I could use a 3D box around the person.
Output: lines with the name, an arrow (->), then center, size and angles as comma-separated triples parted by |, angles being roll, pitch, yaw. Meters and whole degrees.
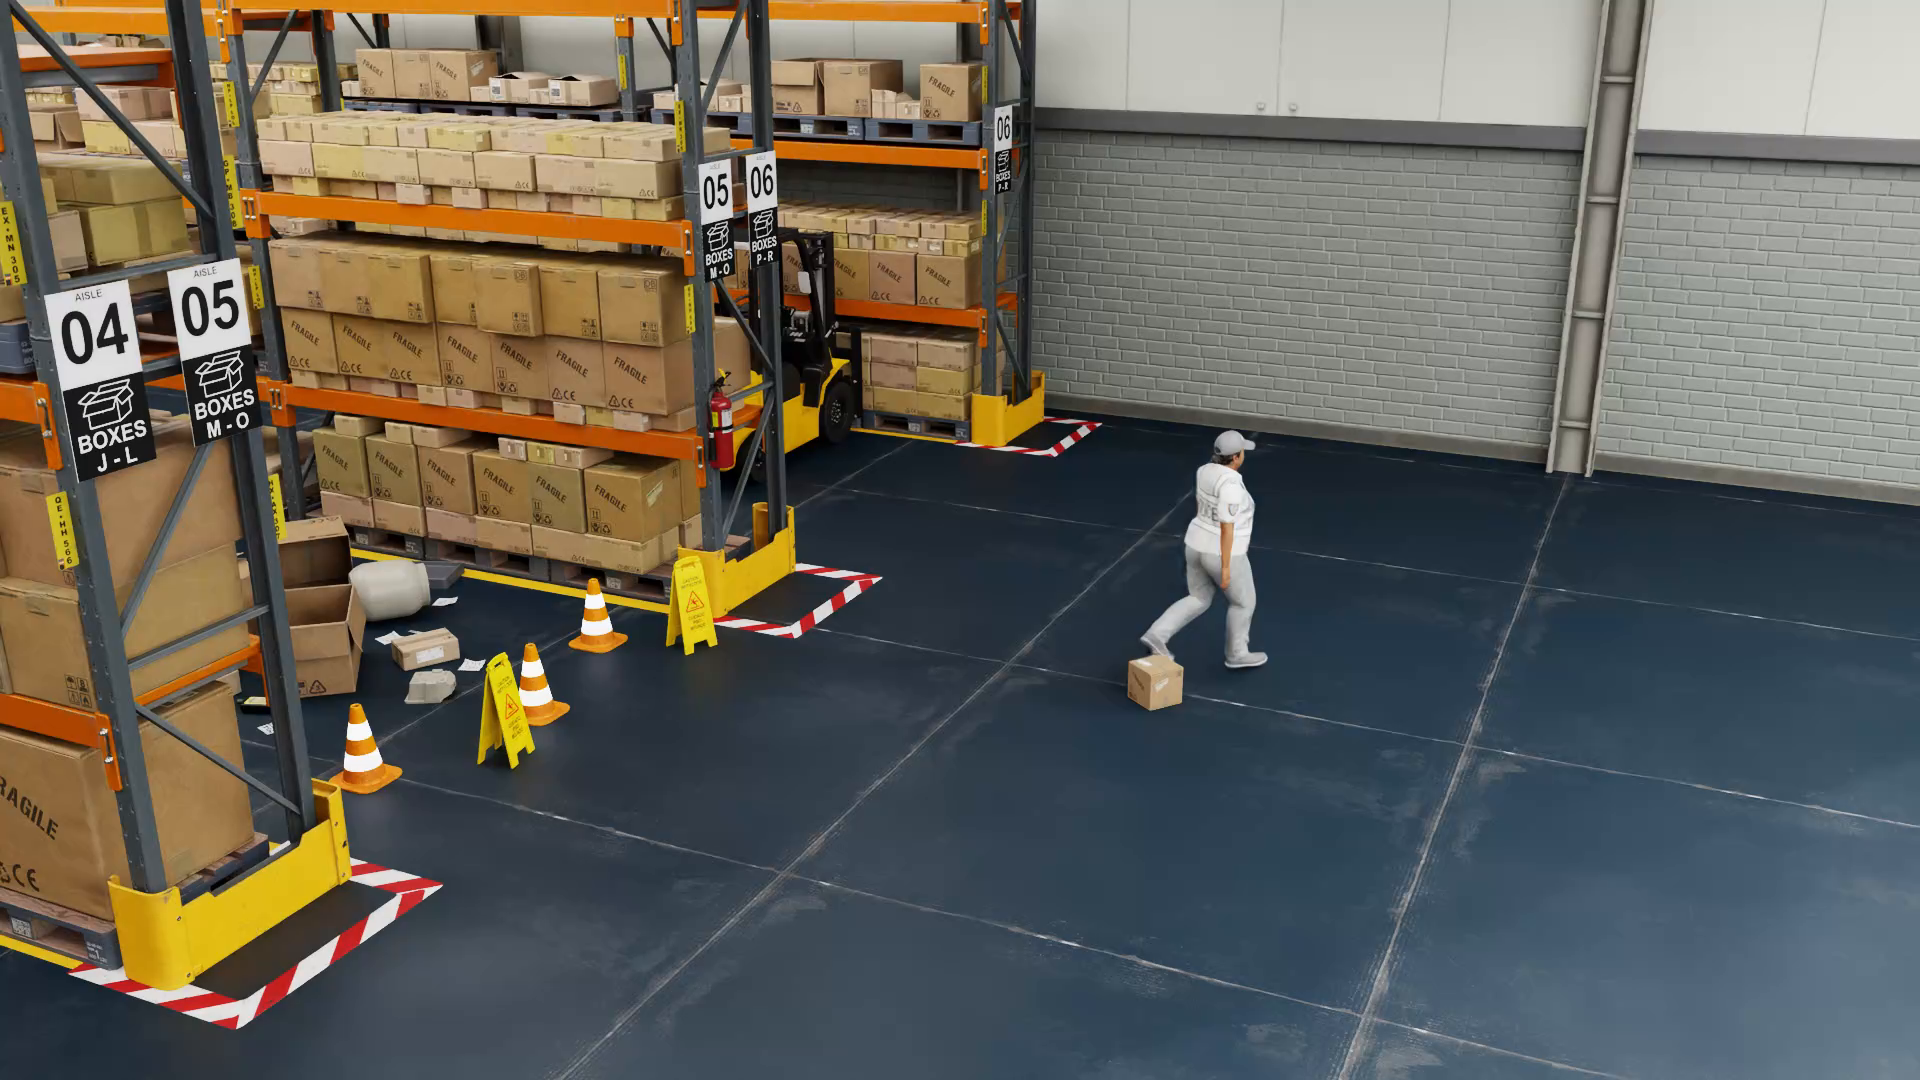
person -> 1.628, 0.075, 10.826 | 0.854, 1.623, 0.488 | -8, 21, -21
